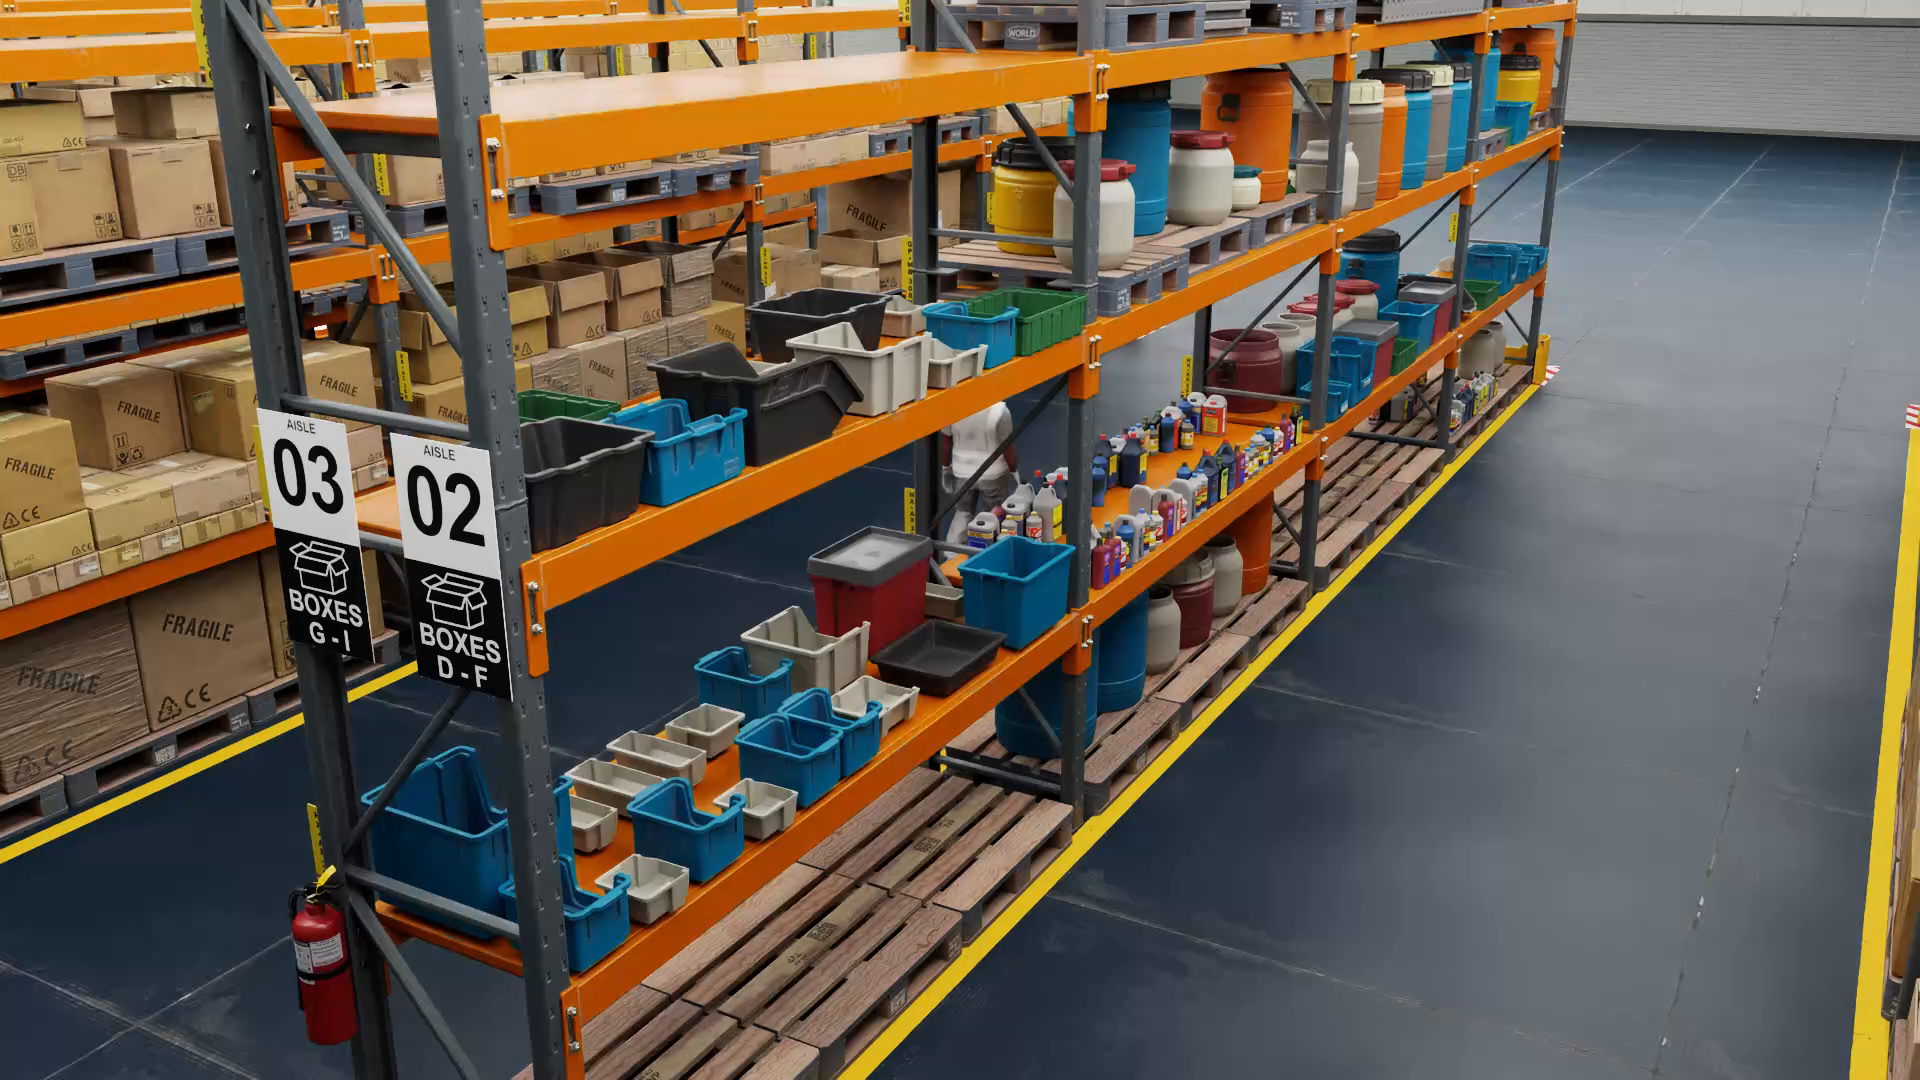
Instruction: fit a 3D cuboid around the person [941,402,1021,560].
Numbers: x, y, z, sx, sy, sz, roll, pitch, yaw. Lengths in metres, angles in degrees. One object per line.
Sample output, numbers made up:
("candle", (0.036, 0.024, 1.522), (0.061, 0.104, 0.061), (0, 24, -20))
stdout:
("person", (0.150, -0.519, 12.398), (0.581, 1.722, 0.498), (7, 21, 20))
